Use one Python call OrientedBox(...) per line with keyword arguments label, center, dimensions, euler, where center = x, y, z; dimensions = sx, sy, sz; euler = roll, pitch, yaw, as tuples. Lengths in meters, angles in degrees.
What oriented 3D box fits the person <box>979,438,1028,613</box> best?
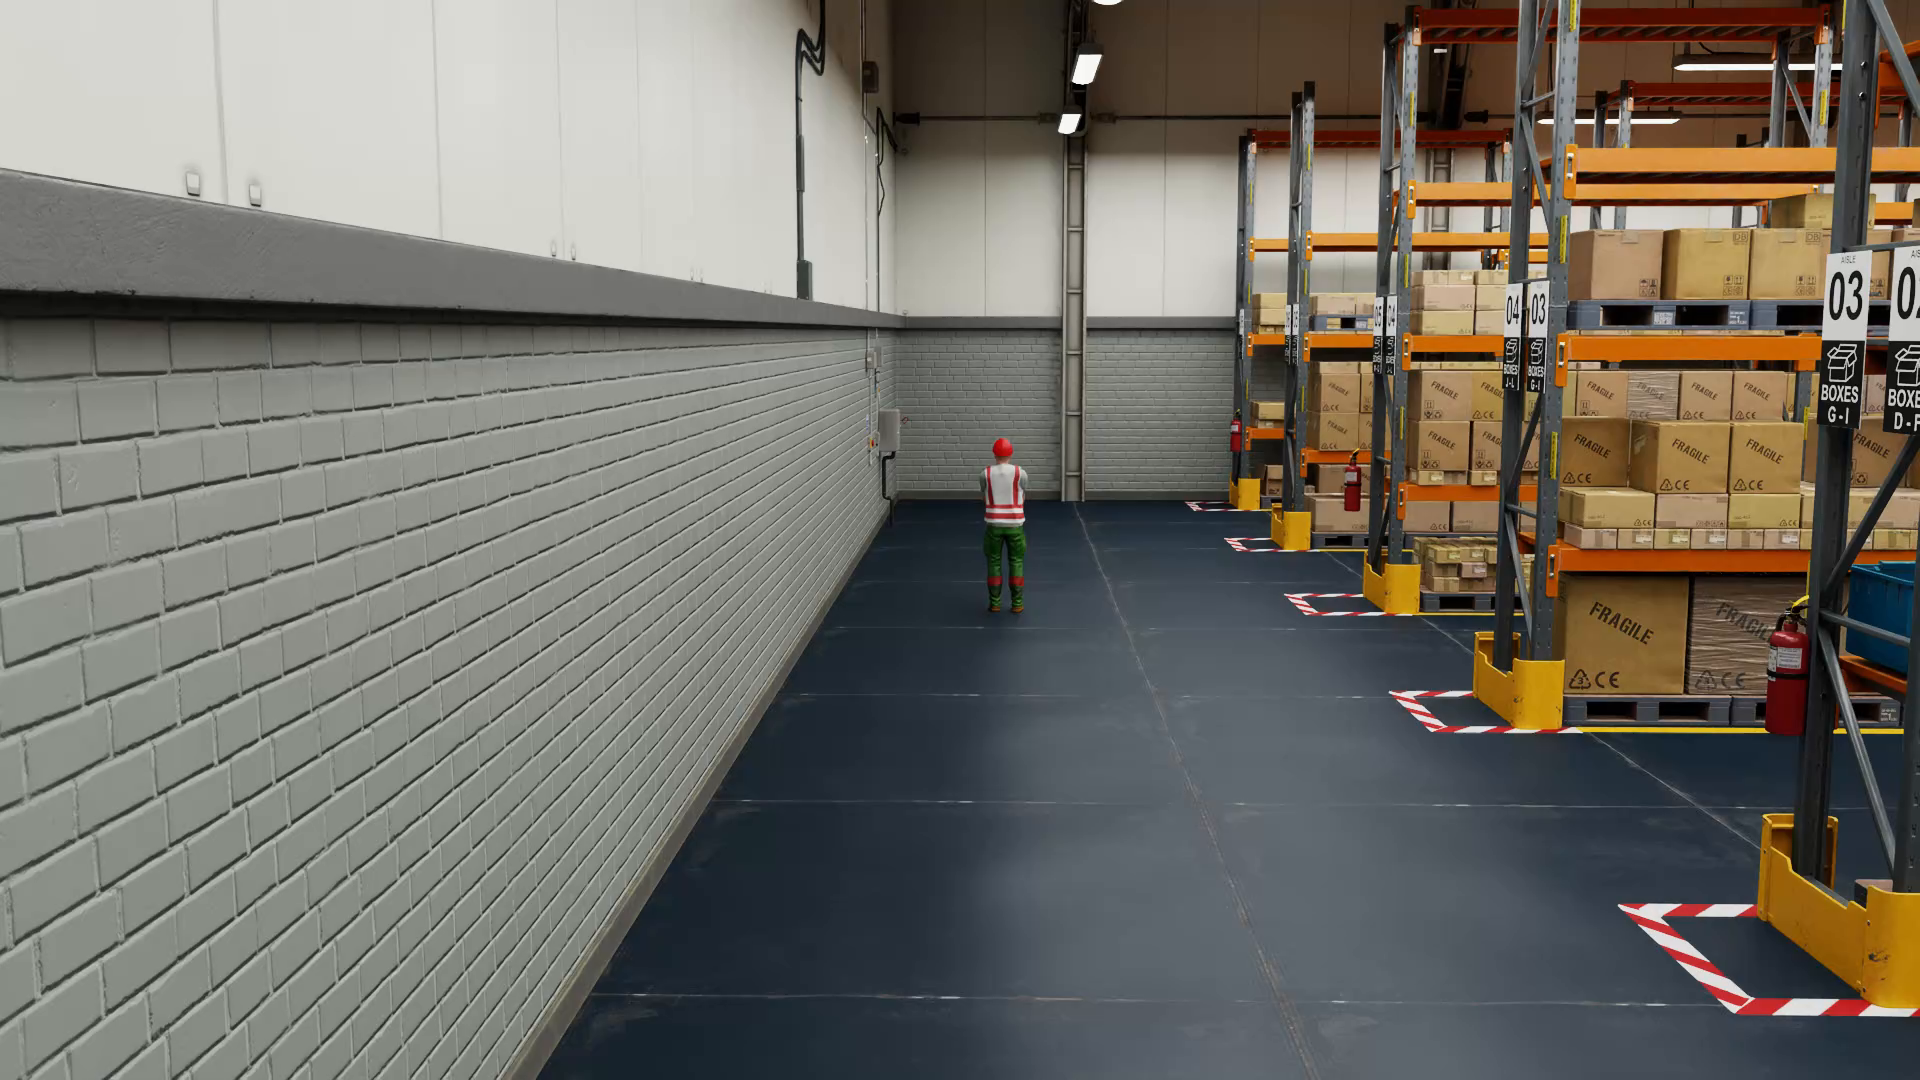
OrientedBox(label="person", center=(0.443, -0.165, 17.010), dimensions=(0.494, 1.783, 0.563), euler=(0, 7, 1))
